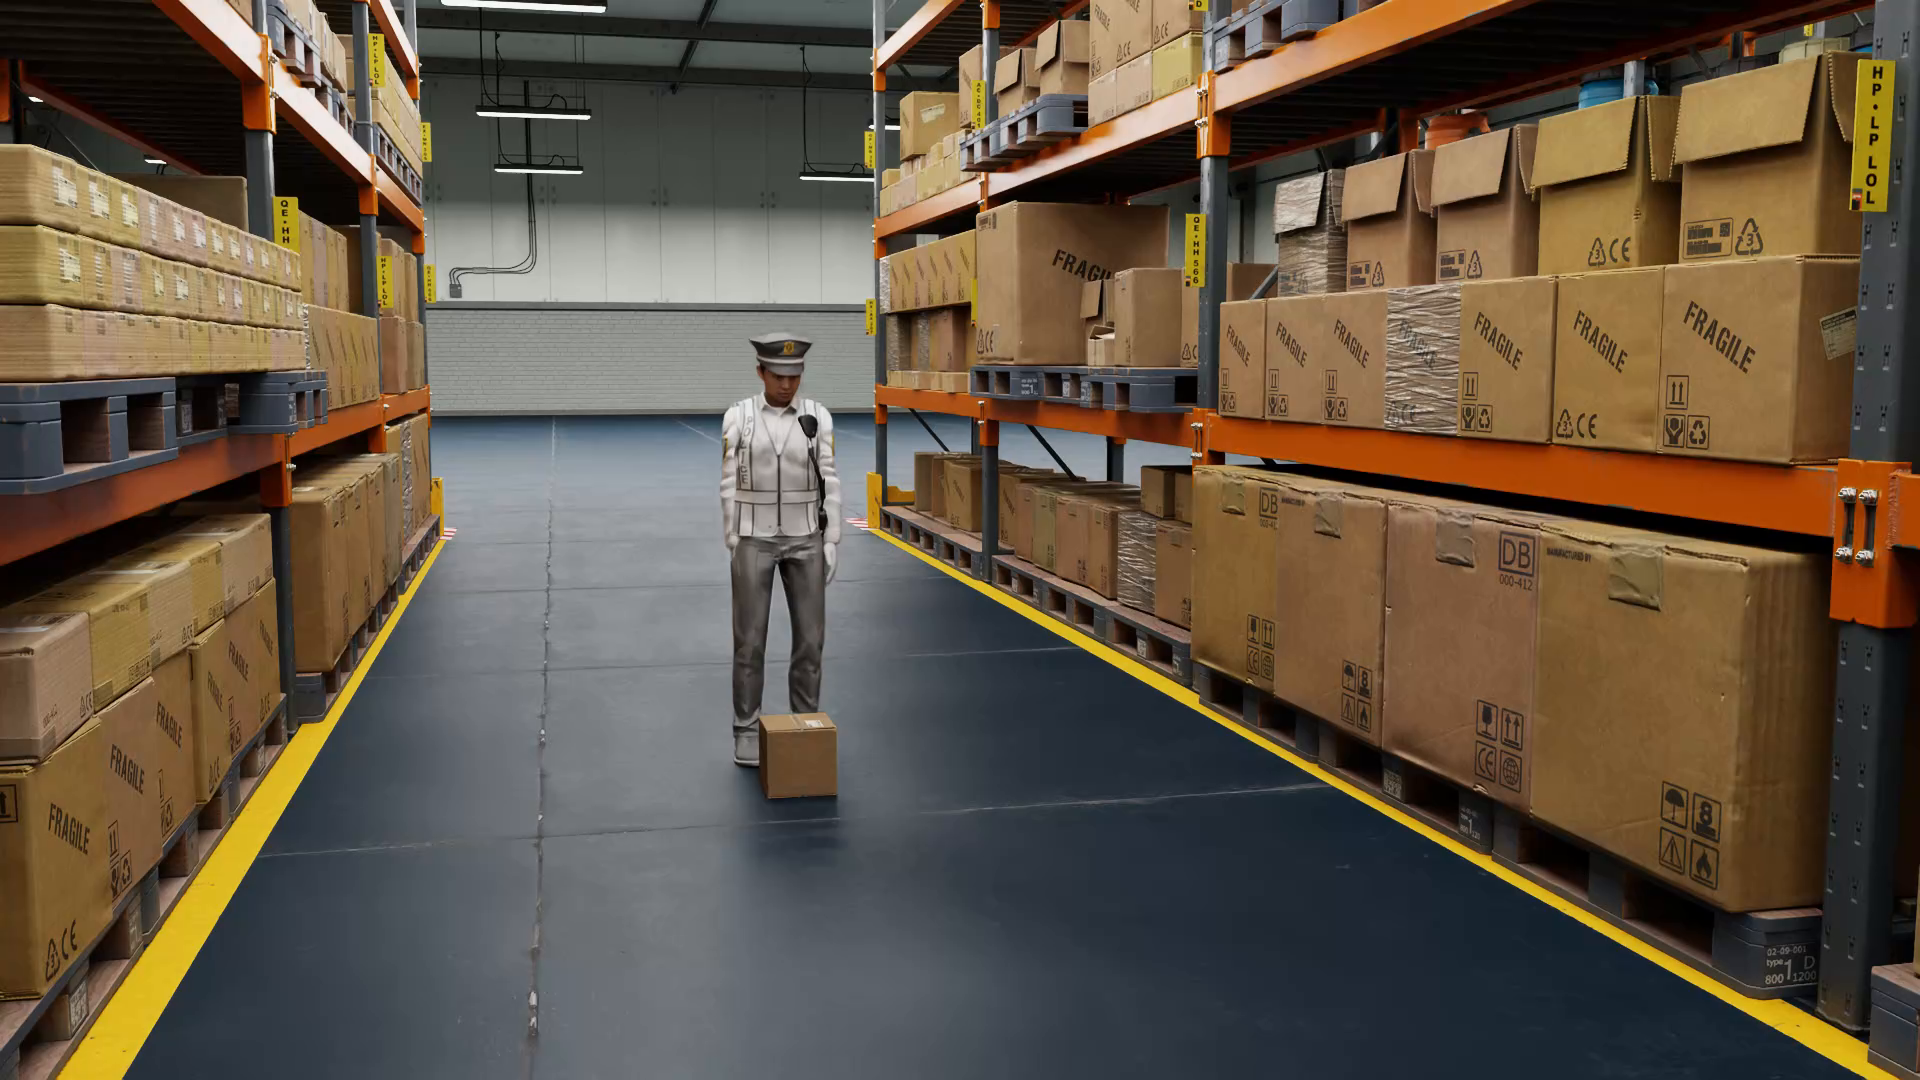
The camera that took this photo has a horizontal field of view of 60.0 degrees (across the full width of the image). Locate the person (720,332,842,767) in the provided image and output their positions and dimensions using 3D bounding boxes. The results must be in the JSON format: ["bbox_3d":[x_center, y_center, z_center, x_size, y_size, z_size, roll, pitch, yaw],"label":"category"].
[{"bbox_3d":[-0.685,0.033,6.427,0.473,1.661,0.326,-1,6,-13],"label":"person"}]
